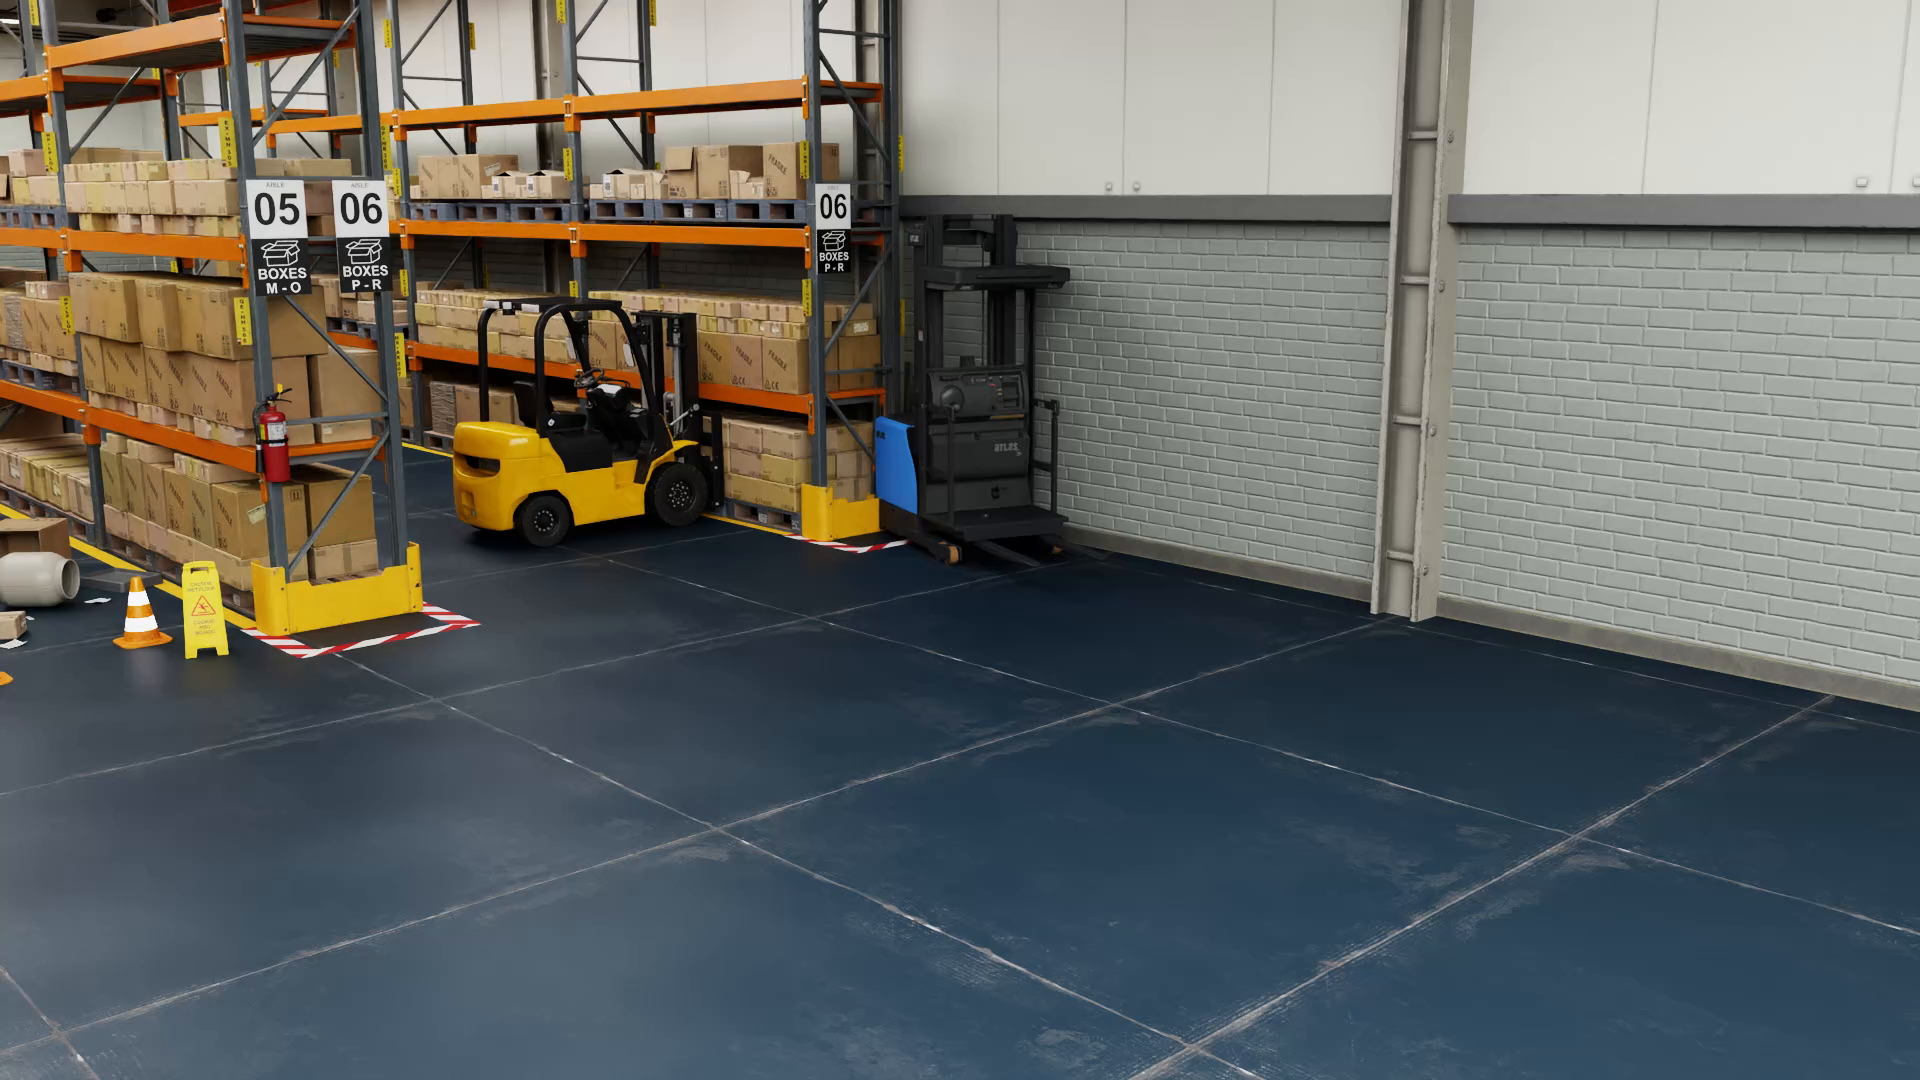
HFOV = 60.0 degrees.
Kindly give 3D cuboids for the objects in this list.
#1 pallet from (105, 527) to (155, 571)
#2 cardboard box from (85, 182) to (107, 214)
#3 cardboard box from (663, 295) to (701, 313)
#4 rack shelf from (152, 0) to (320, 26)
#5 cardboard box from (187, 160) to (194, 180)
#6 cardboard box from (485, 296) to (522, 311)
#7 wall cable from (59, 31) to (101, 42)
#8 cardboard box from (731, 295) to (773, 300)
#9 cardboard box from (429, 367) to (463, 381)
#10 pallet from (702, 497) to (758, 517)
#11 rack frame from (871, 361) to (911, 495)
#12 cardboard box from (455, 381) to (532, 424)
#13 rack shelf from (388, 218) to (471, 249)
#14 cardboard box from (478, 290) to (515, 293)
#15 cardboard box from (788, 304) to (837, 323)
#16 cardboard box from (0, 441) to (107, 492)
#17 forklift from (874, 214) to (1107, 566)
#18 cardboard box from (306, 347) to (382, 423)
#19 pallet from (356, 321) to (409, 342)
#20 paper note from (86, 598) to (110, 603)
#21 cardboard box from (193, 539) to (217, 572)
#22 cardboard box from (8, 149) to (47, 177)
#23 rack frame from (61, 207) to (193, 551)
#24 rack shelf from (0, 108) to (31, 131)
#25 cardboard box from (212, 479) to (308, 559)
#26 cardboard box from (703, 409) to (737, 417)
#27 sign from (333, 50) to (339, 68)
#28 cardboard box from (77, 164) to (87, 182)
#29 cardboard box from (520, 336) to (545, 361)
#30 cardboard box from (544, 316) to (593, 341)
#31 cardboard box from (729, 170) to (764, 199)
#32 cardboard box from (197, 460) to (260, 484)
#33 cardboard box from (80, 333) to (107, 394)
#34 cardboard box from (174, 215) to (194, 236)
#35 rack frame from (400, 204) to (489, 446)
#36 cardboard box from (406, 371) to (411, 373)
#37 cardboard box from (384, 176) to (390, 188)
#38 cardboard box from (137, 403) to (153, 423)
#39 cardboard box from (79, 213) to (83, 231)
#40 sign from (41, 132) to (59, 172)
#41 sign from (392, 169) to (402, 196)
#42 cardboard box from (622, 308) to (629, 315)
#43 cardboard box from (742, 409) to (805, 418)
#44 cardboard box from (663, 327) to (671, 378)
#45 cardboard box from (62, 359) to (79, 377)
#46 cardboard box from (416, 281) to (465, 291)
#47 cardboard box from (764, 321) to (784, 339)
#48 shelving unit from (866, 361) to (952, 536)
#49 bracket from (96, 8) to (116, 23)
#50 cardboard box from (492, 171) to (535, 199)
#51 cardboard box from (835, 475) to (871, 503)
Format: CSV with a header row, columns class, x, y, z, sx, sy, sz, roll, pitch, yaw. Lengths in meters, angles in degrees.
class,x,y,z,sx,sy,sz,roll,pitch,yaw
pallet,-6.825,0.006,14.696,1.003,0.211,1.213,-11,16,-43
cardboard box,-6.846,-2.818,13.693,0.500,0.250,0.500,-11,16,-43
cardboard box,-2.774,-2.392,16.835,0.380,0.149,0.250,-11,16,-43
rack shelf,-10.633,-7.818,24.442,1.077,0.370,4.000,-11,16,-43
cardboard box,-5.477,-2.735,12.307,0.380,0.149,0.250,-11,16,-42
cardboard box,-5.266,-2.741,19.263,0.250,0.149,0.380,11,16,44
wall cable,-14.986,-10.560,30.424,2.988,3.039,0.133,-11,16,-43
cardboard box,-2.089,-2.382,16.785,0.380,0.149,0.250,-11,16,-42
cardboard box,-6.788,-2.190,21.991,0.380,0.149,0.250,-10,15,-41
pallet,-2.361,-0.479,17.052,1.003,0.211,1.213,-11,16,-43
rack frame,-0.675,-0.970,16.092,0.032,1.500,0.500,11,14,36
cardboard box,-5.611,-1.584,20.349,0.875,0.625,0.625,-10,15,-41
rack shelf,-7.870,-4.137,22.247,1.077,0.370,4.000,-11,16,-43
cardboard box,-5.722,-3.007,20.556,0.380,0.149,0.250,-11,16,-43
cardboard box,-1.364,-2.096,15.399,0.380,0.149,0.250,-11,16,-42
cardboard box,-9.178,-0.764,16.998,0.950,0.372,0.625,-11,16,-44
forklift,0.260,-1.320,14.394,1.130,2.935,3.031,-5,13,-24
cardboard box,-4.678,-1.171,12.516,0.500,0.500,0.500,-11,16,-43
pallet,-7.008,-2.724,21.512,1.213,0.211,1.003,-11,16,-43
paper note,-6.692,0.465,12.918,0.148,0.019,0.142,6,13,26
cardboard box,-5.657,0.115,13.031,0.500,0.250,0.500,-11,16,-42
cardboard box,-8.527,-3.511,15.518,0.500,0.250,0.500,-11,16,-42
rack frame,-7.314,-1.452,14.866,1.000,3.000,0.127,-11,16,-43
rack shelf,-11.458,-4.718,18.624,1.077,0.370,4.000,-11,16,-43
cardboard box,-5.294,-0.176,12.583,0.500,0.500,0.500,-11,16,-42
cardboard box,-2.565,-1.154,16.715,0.500,0.250,0.500,-11,16,-44
sign,-8.854,-6.864,23.557,0.100,0.325,0.005,-11,16,-43
cardboard box,-7.132,-3.064,13.900,0.380,0.149,0.250,-10,15,-41
cardboard box,-4.615,-2.181,18.774,0.500,0.250,0.500,-11,16,-43
cardboard box,-4.251,-2.352,18.366,0.500,0.250,0.500,-11,16,-44
cardboard box,-1.932,-3.335,15.613,0.396,0.266,0.258,-11,16,-42
cardboard box,-5.596,-0.537,12.733,0.380,0.149,0.250,-10,15,-41
cardboard box,-7.212,-1.544,14.326,0.500,0.500,0.500,-11,16,-43
cardboard box,-5.688,-2.379,12.553,0.380,0.149,0.250,-11,16,-43
rack frame,-6.489,-2.728,21.060,1.000,3.000,0.127,-11,16,-43
cardboard box,-7.224,-2.100,21.555,0.250,0.149,0.380,11,16,42
cardboard box,-7.046,-4.527,21.003,0.250,0.149,0.380,11,16,43
cardboard box,-6.452,-1.051,13.539,0.380,0.149,0.250,-11,16,-42
cardboard box,-7.276,-2.718,14.198,0.380,0.149,0.250,-11,16,-43
sign,-7.713,-3.290,14.094,0.100,0.325,0.005,-11,16,-43
sign,-6.883,-4.376,20.339,0.100,0.325,0.005,-11,16,-43
cardboard box,-3.317,-2.357,17.399,0.380,0.149,0.250,-11,16,-43
cardboard box,-1.845,-1.153,16.709,0.500,0.250,0.500,-11,16,-43
cardboard box,-2.887,-1.945,17.010,0.500,0.500,0.500,-11,16,-43
cardboard box,-7.869,-1.572,15.027,0.380,0.149,0.250,-11,16,-42
cardboard box,-6.732,-3.080,21.478,0.500,0.500,0.500,-10,15,-40
cardboard box,-1.605,-1.972,15.534,0.380,0.149,0.250,-11,16,-42
shelving unit,-0.279,-0.893,15.798,1.083,1.500,0.587,11,14,36
bracket,-15.404,-9.473,30.011,0.235,0.232,0.430,-11,16,-43
cardboard box,-4.933,-4.009,18.772,0.500,0.311,0.500,11,16,43
cardboard box,-1.162,-0.519,16.108,0.500,0.250,0.500,-11,16,-42
